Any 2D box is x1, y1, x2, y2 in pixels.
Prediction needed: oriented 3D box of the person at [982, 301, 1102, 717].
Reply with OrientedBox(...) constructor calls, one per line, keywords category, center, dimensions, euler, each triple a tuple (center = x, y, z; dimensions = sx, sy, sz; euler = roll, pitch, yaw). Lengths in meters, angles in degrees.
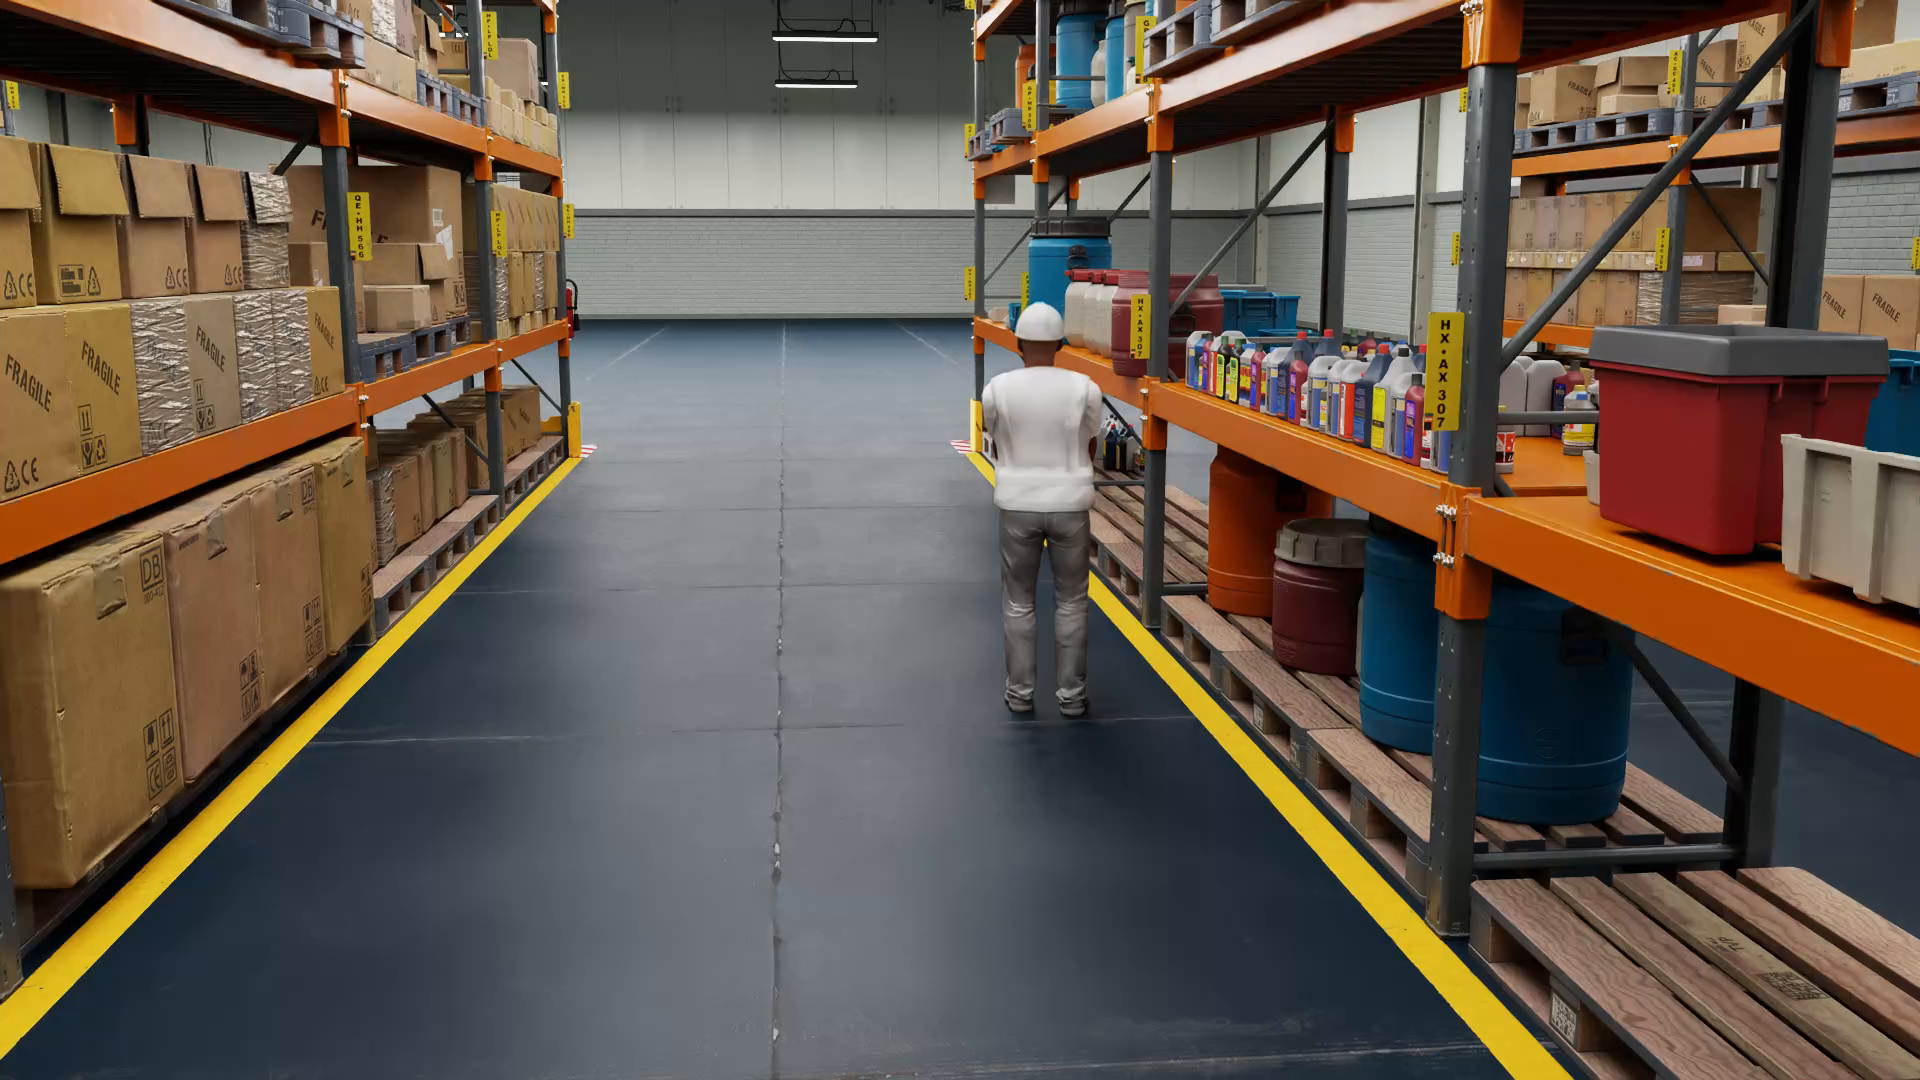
OrientedBox(category="person", center=(0.353, -0.144, 7.171), dimensions=(0.504, 1.760, 0.574), euler=(1, 10, 5))
